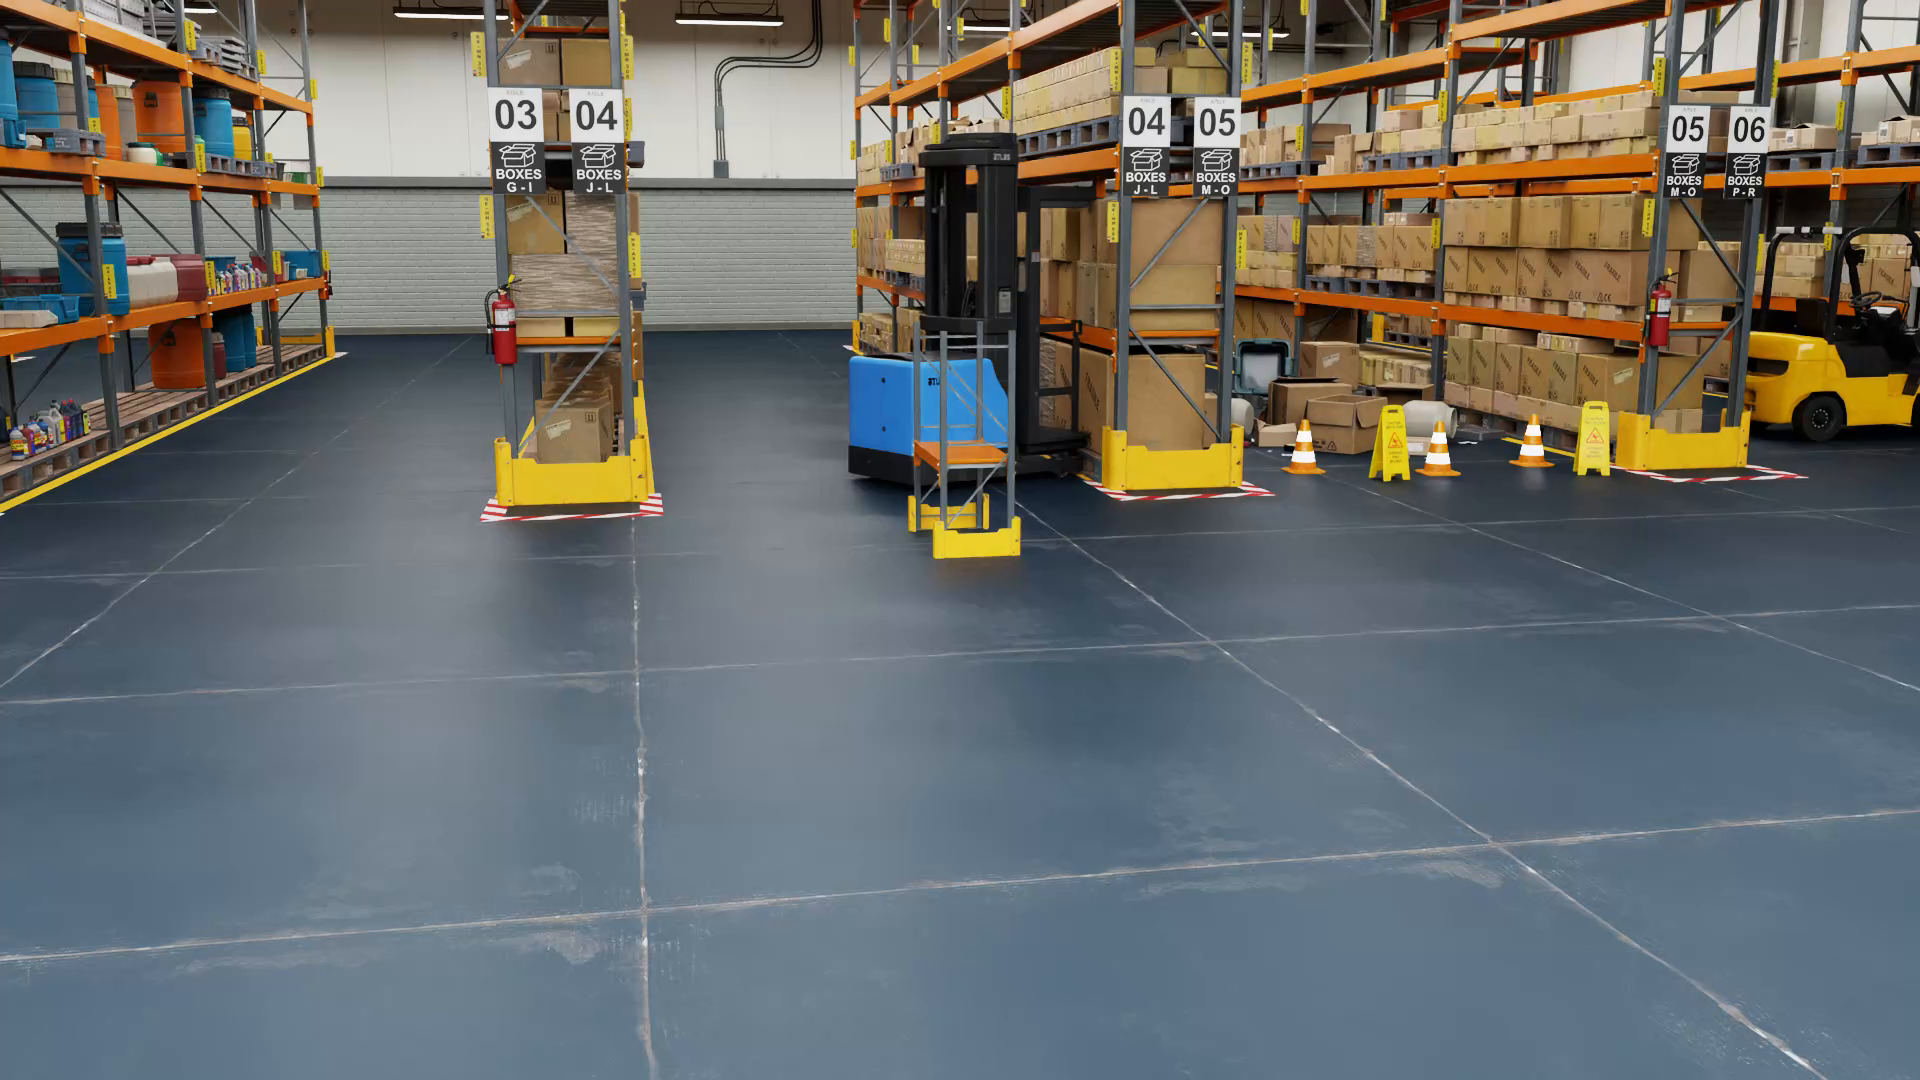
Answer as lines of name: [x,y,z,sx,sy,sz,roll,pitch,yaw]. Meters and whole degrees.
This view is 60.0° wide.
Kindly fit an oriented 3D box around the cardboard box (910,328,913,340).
cardboard box: [-0.436,-2.783,23.856,0.500,0.500,0.500,-2,11,-10]

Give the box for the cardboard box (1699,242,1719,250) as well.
cardboard box: [9.978,-3.850,21.901,0.380,0.149,0.250,-2,11,-10]

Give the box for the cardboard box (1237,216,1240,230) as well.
cardboard box: [4.322,-4.605,24.928,0.500,0.500,0.500,-2,11,-12]

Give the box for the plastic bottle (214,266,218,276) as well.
plastic bottle: [-9.691,-3.387,21.600,0.144,0.351,0.185,-2,11,-11]

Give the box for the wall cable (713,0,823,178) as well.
wall cable: [-3.921,-10.404,33.685,2.277,5.999,0.120,-2,11,-11]

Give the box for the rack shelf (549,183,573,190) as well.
rack shelf: [-5.035,-4.733,22.445,1.077,0.370,4.000,-2,11,-11]

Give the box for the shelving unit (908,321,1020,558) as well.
shelving unit: [0.015,-0.723,11.483,0.587,1.500,1.083,-2,11,-11]

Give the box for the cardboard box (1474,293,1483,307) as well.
cardboard box: [5.781,-2.588,17.945,0.380,0.149,0.250,-2,11,-11]

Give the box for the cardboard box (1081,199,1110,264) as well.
cardboard box: [1.563,-2.712,14.635,0.875,0.550,0.550,-2,11,-11]

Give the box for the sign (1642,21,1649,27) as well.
sign: [9.413,-7.211,22.808,0.100,0.325,0.005,-2,11,-11]

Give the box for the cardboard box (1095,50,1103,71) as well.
cardboard box: [1.350,-4.034,13.993,0.380,0.149,0.250,-2,11,-11]

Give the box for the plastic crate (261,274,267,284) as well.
plastic crate: [-10.232,-3.790,24.134,0.396,0.136,0.243,-2,11,-11]

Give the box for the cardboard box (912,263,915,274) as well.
cardboard box: [-0.450,-3.704,22.681,0.380,0.149,0.250,-2,11,-12]

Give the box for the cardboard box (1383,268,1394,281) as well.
cardboard box: [5.310,-3.182,19.941,0.380,0.149,0.250,-2,11,-11]

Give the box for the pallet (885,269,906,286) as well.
pallet: [-0.533,-3.902,24.689,1.003,0.211,1.213,-2,11,-11]

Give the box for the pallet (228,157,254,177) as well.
pallet: [-9.810,-4.833,21.547,1.003,0.211,1.213,-2,11,-11]

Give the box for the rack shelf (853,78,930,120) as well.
rack shelf: [-0.928,-7.101,26.869,1.077,0.370,4.000,-2,11,-11]

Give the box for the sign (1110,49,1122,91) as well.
sign: [1.260,-3.793,13.426,0.100,0.325,0.005,-2,11,-11]

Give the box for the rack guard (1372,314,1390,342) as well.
rack guard: [8.402,-4.013,31.446,1.175,0.500,0.348,-2,11,-11]

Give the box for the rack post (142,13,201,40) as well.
rack post: [-9.685,-6.108,19.921,0.954,0.300,0.937,-2,11,-11]

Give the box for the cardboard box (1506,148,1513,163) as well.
cardboard box: [5.876,-3.969,17.177,0.380,0.149,0.250,-2,11,-13]

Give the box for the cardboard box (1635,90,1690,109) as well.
cardboard box: [6.276,-3.933,14.853,0.380,0.149,0.250,-2,11,-10]

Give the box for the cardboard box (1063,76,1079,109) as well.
cardboard box: [1.233,-4.006,14.914,0.500,0.250,0.500,-2,11,-11]

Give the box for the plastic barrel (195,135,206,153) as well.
plastic barrel: [-9.485,-4.873,20.544,0.294,0.245,0.294,0,11,0]

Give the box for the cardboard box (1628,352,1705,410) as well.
cardboard box: [6.740,-1.526,15.916,0.500,0.500,0.500,-3,11,-13]

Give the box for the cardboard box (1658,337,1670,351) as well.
cardboard box: [10.051,-2.713,23.155,0.875,0.625,0.625,-2,11,-9]

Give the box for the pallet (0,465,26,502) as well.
pallet: [-8.162,-0.391,13.185,1.003,0.211,1.213,-2,11,-11]

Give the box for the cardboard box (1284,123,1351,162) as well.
cardboard box: [4.854,-5.401,22.629,0.797,0.503,0.637,-3,11,-15]

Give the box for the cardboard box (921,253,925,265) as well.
cardboard box: [-0.304,-3.711,21.927,0.380,0.149,0.250,-2,11,-10]

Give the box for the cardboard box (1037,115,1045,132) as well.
cardboard box: [0.954,-4.015,16.025,0.380,0.149,0.250,-2,11,-12]

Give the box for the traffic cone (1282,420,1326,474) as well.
traffic cone: [3.085,-0.844,14.893,0.336,0.463,0.334,-2,11,-11]

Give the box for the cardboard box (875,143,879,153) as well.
cardboard box: [-1.145,-6.267,26.576,0.380,0.149,0.250,-2,11,-11]

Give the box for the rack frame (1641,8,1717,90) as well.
rack frame: [9.943,-6.735,23.015,1.000,3.000,0.127,-2,11,-11]

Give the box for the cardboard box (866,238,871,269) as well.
cardboard box: [-1.288,-4.791,27.782,0.500,0.500,0.500,-2,11,-10]

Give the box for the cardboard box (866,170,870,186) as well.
cardboard box: [-1.269,-5.993,27.540,0.500,0.250,0.500,-2,11,-13]

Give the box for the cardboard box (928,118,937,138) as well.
cardboard box: [-0.209,-5.465,22.051,0.396,0.266,0.258,-2,11,-11]

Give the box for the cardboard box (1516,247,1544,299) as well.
cardboard box: [5.988,-2.702,16.807,0.500,0.500,0.500,-2,11,-10]

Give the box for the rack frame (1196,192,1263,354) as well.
rack frame: [4.297,-4.340,26.479,1.000,3.000,0.127,-2,11,-11]

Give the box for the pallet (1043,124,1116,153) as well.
pallet: [1.400,-3.731,15.491,1.003,0.211,1.213,-2,11,-11]

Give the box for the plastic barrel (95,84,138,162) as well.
plastic barrel: [-9.557,-4.628,18.624,0.600,0.901,0.600,0,11,0]

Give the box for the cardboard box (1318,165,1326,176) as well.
cardboard box: [4.970,-4.893,22.031,0.380,0.149,0.250,-2,11,-11]

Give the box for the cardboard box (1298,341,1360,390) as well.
cardboard box: [4.113,-1.947,18.564,0.500,0.500,0.500,-2,11,-11]

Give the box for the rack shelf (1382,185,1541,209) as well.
rack shelf: [8.776,-6.009,29.145,1.077,0.370,4.000,-2,11,-11]

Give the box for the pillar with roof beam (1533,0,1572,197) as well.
pillar with roof beam: [5.691,-7.473,26.890,9.100,9.000,0.400,-2,11,-11]

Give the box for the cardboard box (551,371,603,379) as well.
cardboard box: [-3.829,-1.416,16.678,0.500,0.500,0.500,-2,11,-13]

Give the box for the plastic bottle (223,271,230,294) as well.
plastic bottle: [-9.451,-3.314,21.396,0.061,0.283,0.133,-2,11,-11]

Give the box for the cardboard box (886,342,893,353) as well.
cardboard box: [-0.949,-3.007,25.976,0.380,0.149,0.250,-2,11,-10]

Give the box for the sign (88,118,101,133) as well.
sign: [-8.184,-3.829,15.743,0.100,0.325,0.005,-2,11,-11]

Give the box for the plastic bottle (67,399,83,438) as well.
plastic bottle: [-8.318,-1.140,15.571,0.144,0.351,0.185,-2,11,-13]

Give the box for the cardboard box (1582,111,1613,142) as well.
cardboard box: [6.184,-3.862,15.550,0.500,0.250,0.500,-2,11,-12]

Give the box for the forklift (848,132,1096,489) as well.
forklift: [0.497,-2.063,14.697,3.031,2.935,1.130,-9,14,-38]

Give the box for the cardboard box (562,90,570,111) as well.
cardboard box: [-2.917,-3.434,13.028,0.380,0.149,0.250,-2,11,-11]
